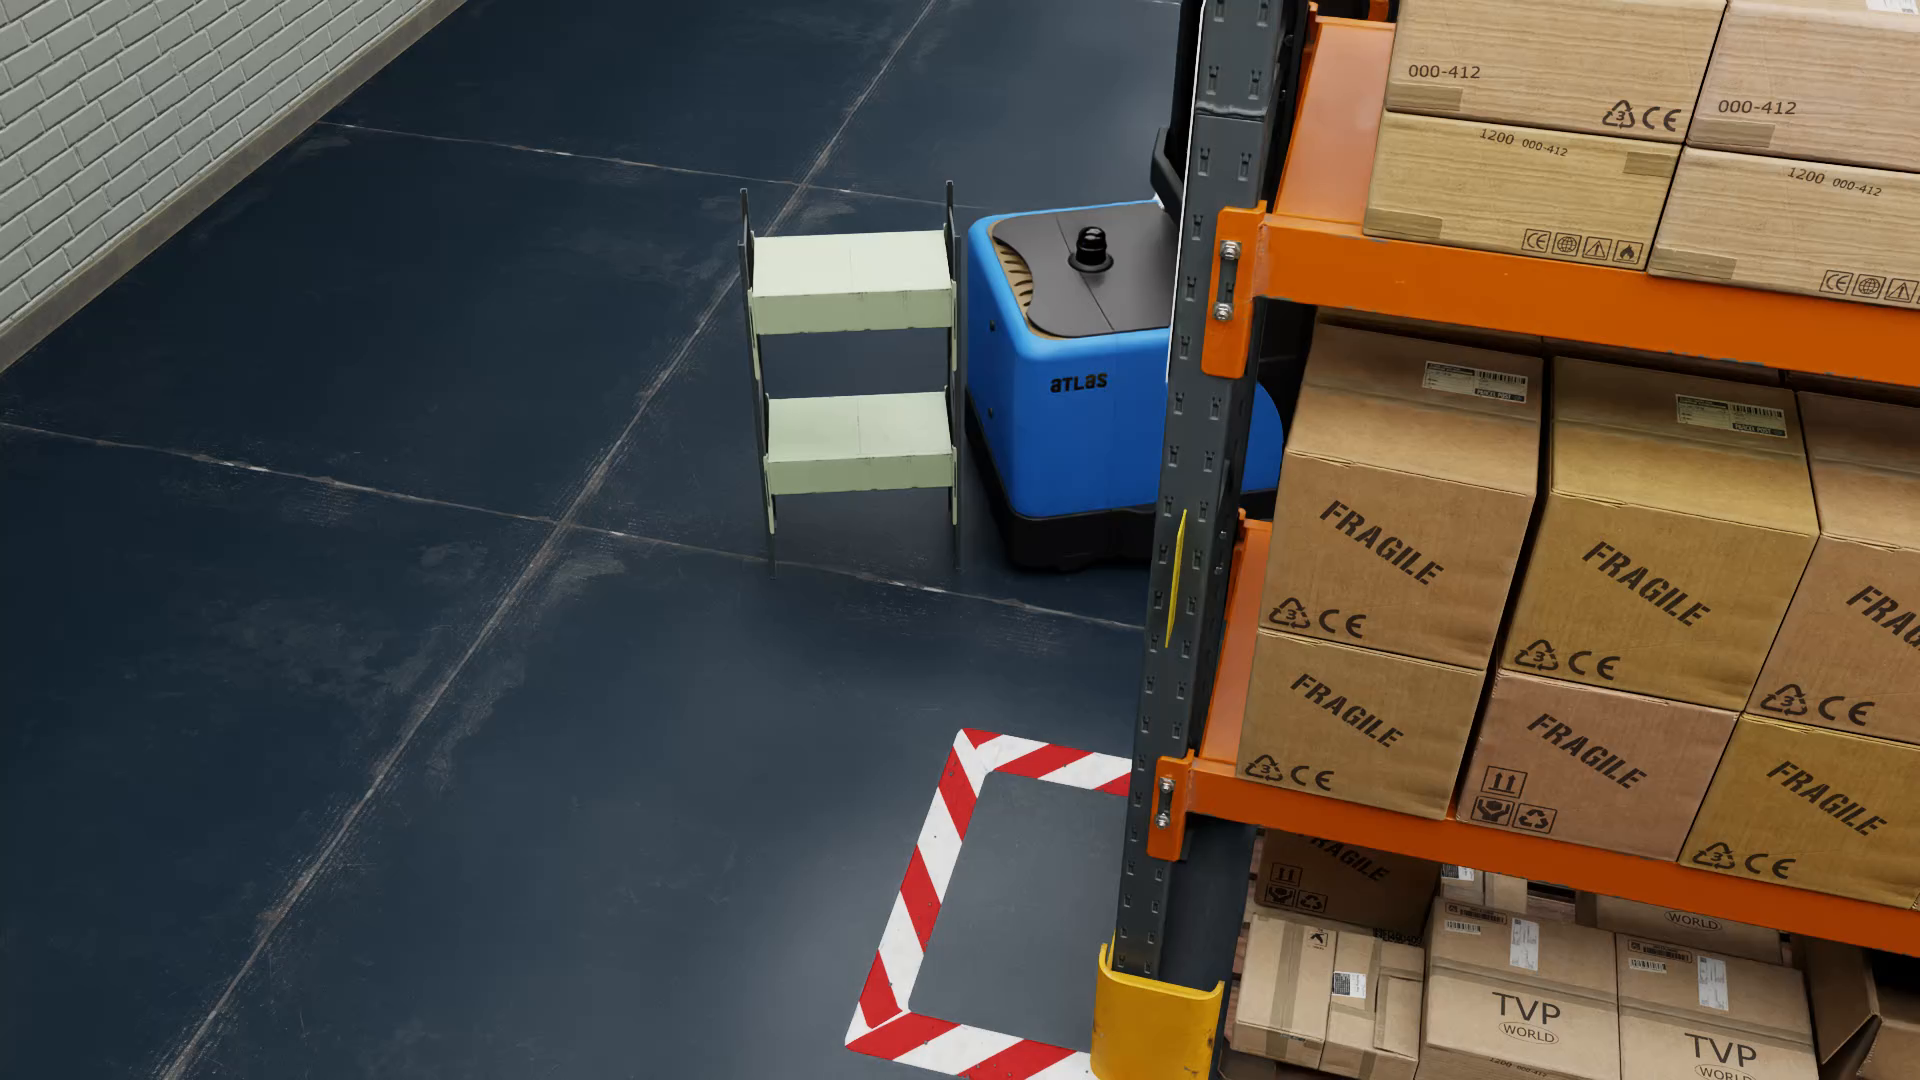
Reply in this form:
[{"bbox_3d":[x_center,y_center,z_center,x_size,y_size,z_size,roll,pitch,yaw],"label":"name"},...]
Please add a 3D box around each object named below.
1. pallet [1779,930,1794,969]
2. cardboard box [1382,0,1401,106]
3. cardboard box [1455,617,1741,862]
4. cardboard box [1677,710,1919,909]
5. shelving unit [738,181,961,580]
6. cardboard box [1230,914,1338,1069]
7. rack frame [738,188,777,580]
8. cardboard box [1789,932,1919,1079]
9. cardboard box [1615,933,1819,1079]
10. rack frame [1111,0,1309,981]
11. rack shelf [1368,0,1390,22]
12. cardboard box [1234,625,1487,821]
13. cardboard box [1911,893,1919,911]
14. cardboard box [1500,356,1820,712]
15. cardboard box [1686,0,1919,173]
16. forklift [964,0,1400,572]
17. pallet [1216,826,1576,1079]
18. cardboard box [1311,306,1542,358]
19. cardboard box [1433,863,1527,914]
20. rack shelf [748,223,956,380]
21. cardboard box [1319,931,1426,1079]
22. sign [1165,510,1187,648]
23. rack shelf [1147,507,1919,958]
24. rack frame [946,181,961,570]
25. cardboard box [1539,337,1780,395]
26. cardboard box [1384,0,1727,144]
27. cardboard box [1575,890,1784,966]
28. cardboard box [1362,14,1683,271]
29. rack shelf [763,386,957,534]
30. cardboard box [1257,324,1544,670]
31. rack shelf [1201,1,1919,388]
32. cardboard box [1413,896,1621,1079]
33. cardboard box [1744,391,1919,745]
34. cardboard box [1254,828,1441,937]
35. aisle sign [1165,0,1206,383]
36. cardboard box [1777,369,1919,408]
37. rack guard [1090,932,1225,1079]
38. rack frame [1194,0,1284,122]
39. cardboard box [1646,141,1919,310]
[{"bbox_3d":[2.632,1.497,4.803,1.213,0.211,1.003,10,41,11],"label":"pallet"},{"bbox_3d":[1.178,-1.089,3.499,0.500,0.250,0.500,10,41,11],"label":"cardboard box"},{"bbox_3d":[1.473,0.362,3.908,0.500,0.500,0.500,9,41,11],"label":"cardboard box"},{"bbox_3d":[1.957,0.448,3.807,0.500,0.500,0.500,10,41,11],"label":"cardboard box"},{"bbox_3d":[-0.388,-0.565,6.256,0.755,1.500,0.431,-3,40,-3],"label":"shelving unit"},{"bbox_3d":[0.929,1.287,4.760,0.250,0.149,0.380,10,41,11],"label":"cardboard box"},{"bbox_3d":[-0.752,-0.546,6.234,0.023,1.500,0.400,-3,40,-3],"label":"rack frame"},{"bbox_3d":[2.661,1.224,4.559,0.637,0.503,0.797,10,41,11],"label":"cardboard box"},{"bbox_3d":[2.031,1.398,4.549,0.500,0.250,0.500,10,41,11],"label":"cardboard box"},{"bbox_3d":[0.613,0.081,4.322,0.127,3.000,1.000,10,41,11],"label":"rack frame"},{"bbox_3d":[3.829,-2.388,7.821,4.000,0.370,1.077,10,41,11],"label":"rack shelf"},{"bbox_3d":[0.974,0.280,4.007,0.500,0.500,0.500,11,41,12],"label":"cardboard box"},{"bbox_3d":[2.440,0.532,3.707,0.500,0.500,0.500,10,41,12],"label":"cardboard box"},{"bbox_3d":[1.481,-0.021,3.587,0.500,0.500,0.500,10,41,12],"label":"cardboard box"},{"bbox_3d":[1.523,-0.867,2.846,0.500,0.250,0.500,10,41,11],"label":"cardboard box"},{"bbox_3d":[1.587,-1.472,6.224,3.031,2.935,1.130,-7,41,-9],"label":"forklift"},{"bbox_3d":[1.457,1.293,5.046,1.213,0.211,1.003,10,41,11],"label":"pallet"},{"bbox_3d":[1.114,-0.437,4.083,0.500,0.500,0.500,9,41,11],"label":"cardboard box"},{"bbox_3d":[1.570,1.058,5.019,0.250,0.166,0.380,10,41,11],"label":"cardboard box"},{"bbox_3d":[-0.388,-0.864,6.005,0.720,0.370,0.431,-3,40,-3],"label":"rack shelf"},{"bbox_3d":[1.170,1.322,4.705,0.250,0.166,0.380,10,41,11],"label":"cardboard box"},{"bbox_3d":[0.473,0.086,3.642,0.005,0.325,0.100,10,41,11],"label":"sign"},{"bbox_3d":[2.545,0.689,4.157,4.000,0.370,1.077,10,41,11],"label":"rack shelf"},{"bbox_3d":[-0.023,-0.583,6.278,0.023,1.500,0.400,-3,40,-3],"label":"rack frame"},{"bbox_3d":[1.602,-0.354,3.984,0.500,0.500,0.500,11,41,13],"label":"cardboard box"},{"bbox_3d":[1.042,-0.955,2.950,0.500,0.250,0.500,10,41,11],"label":"cardboard box"},{"bbox_3d":[2.112,1.079,4.929,0.500,0.250,0.500,10,41,11],"label":"cardboard box"},{"bbox_3d":[1.044,-0.767,3.116,0.500,0.250,0.500,10,41,11],"label":"cardboard box"},{"bbox_3d":[-0.388,-0.315,6.466,0.720,0.370,0.431,-3,40,-3],"label":"rack shelf"},{"bbox_3d":[0.974,-0.103,3.685,0.500,0.500,0.500,11,41,13],"label":"cardboard box"},{"bbox_3d":[2.545,-0.460,3.193,4.000,0.370,1.077,10,41,11],"label":"rack shelf"},{"bbox_3d":[1.548,1.315,4.648,0.500,0.250,0.500,10,41,11],"label":"cardboard box"},{"bbox_3d":[1.963,0.065,3.485,0.500,0.500,0.500,10,41,12],"label":"cardboard box"},{"bbox_3d":[1.202,0.807,5.059,0.500,0.500,0.500,10,41,11],"label":"cardboard box"},{"bbox_3d":[0.471,-0.744,3.282,0.004,0.787,0.394,10,41,11],"label":"aisle sign"},{"bbox_3d":[2.104,-0.271,3.885,0.500,0.500,0.500,11,41,13],"label":"cardboard box"},{"bbox_3d":[0.687,1.050,5.111,0.348,0.500,1.175,10,41,11],"label":"rack guard"},{"bbox_3d":[0.613,-2.217,2.392,0.127,3.000,1.000,10,41,11],"label":"rack frame"},{"bbox_3d":[1.523,-0.676,3.007,0.500,0.250,0.500,10,41,11],"label":"cardboard box"}]
